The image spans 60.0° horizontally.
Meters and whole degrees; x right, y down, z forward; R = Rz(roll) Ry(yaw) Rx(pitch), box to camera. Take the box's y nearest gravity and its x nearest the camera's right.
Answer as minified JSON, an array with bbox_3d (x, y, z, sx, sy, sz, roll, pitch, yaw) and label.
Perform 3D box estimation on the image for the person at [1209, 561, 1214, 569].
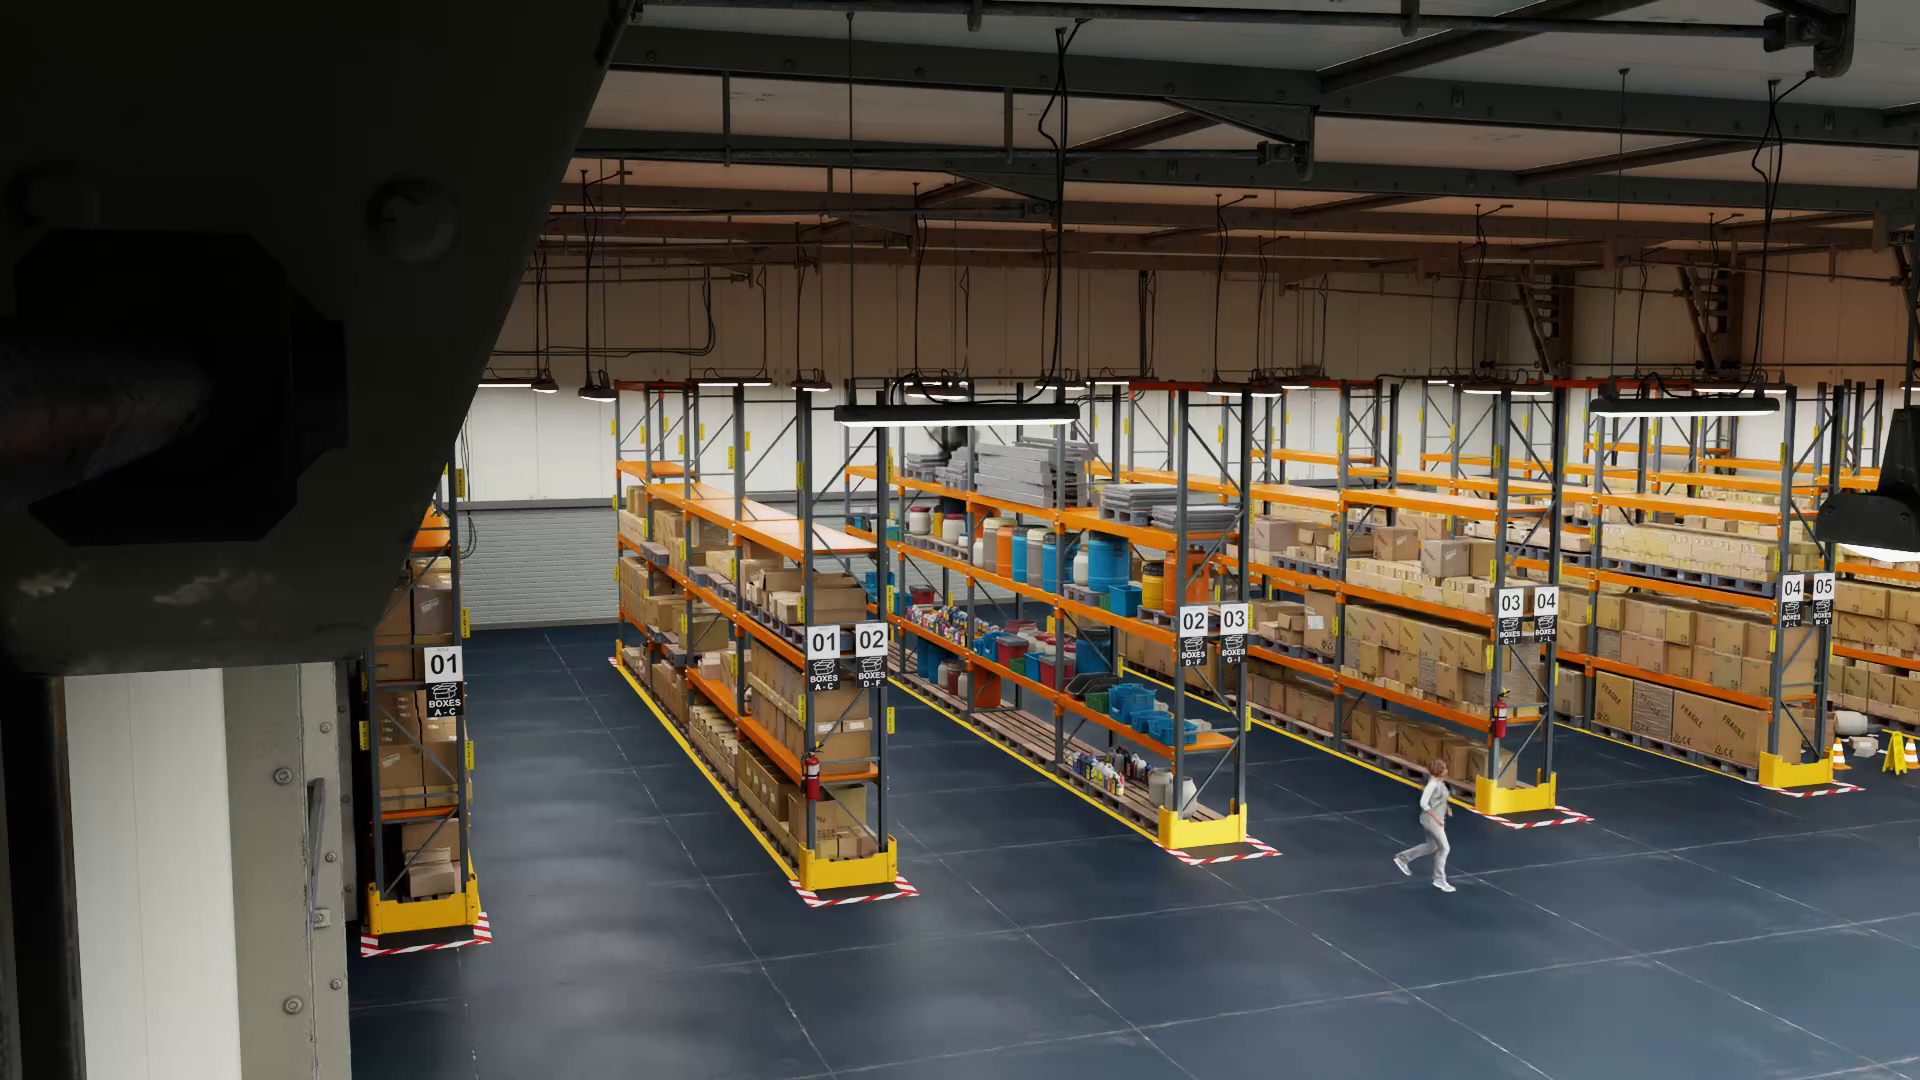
[{"bbox_3d":[5.872,1.309,39.550,0.745,1.724,0.775,1,6,13],"label":"person"}]

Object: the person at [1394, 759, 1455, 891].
[{"bbox_3d":[5.636,3.422,20.121,0.732,1.609,0.525,2,6,19],"label":"person"}]

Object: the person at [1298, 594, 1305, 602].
[{"bbox_3d":[8.757,1.005,42.078,0.654,1.732,0.679,-2,6,-15],"label":"person"}]
